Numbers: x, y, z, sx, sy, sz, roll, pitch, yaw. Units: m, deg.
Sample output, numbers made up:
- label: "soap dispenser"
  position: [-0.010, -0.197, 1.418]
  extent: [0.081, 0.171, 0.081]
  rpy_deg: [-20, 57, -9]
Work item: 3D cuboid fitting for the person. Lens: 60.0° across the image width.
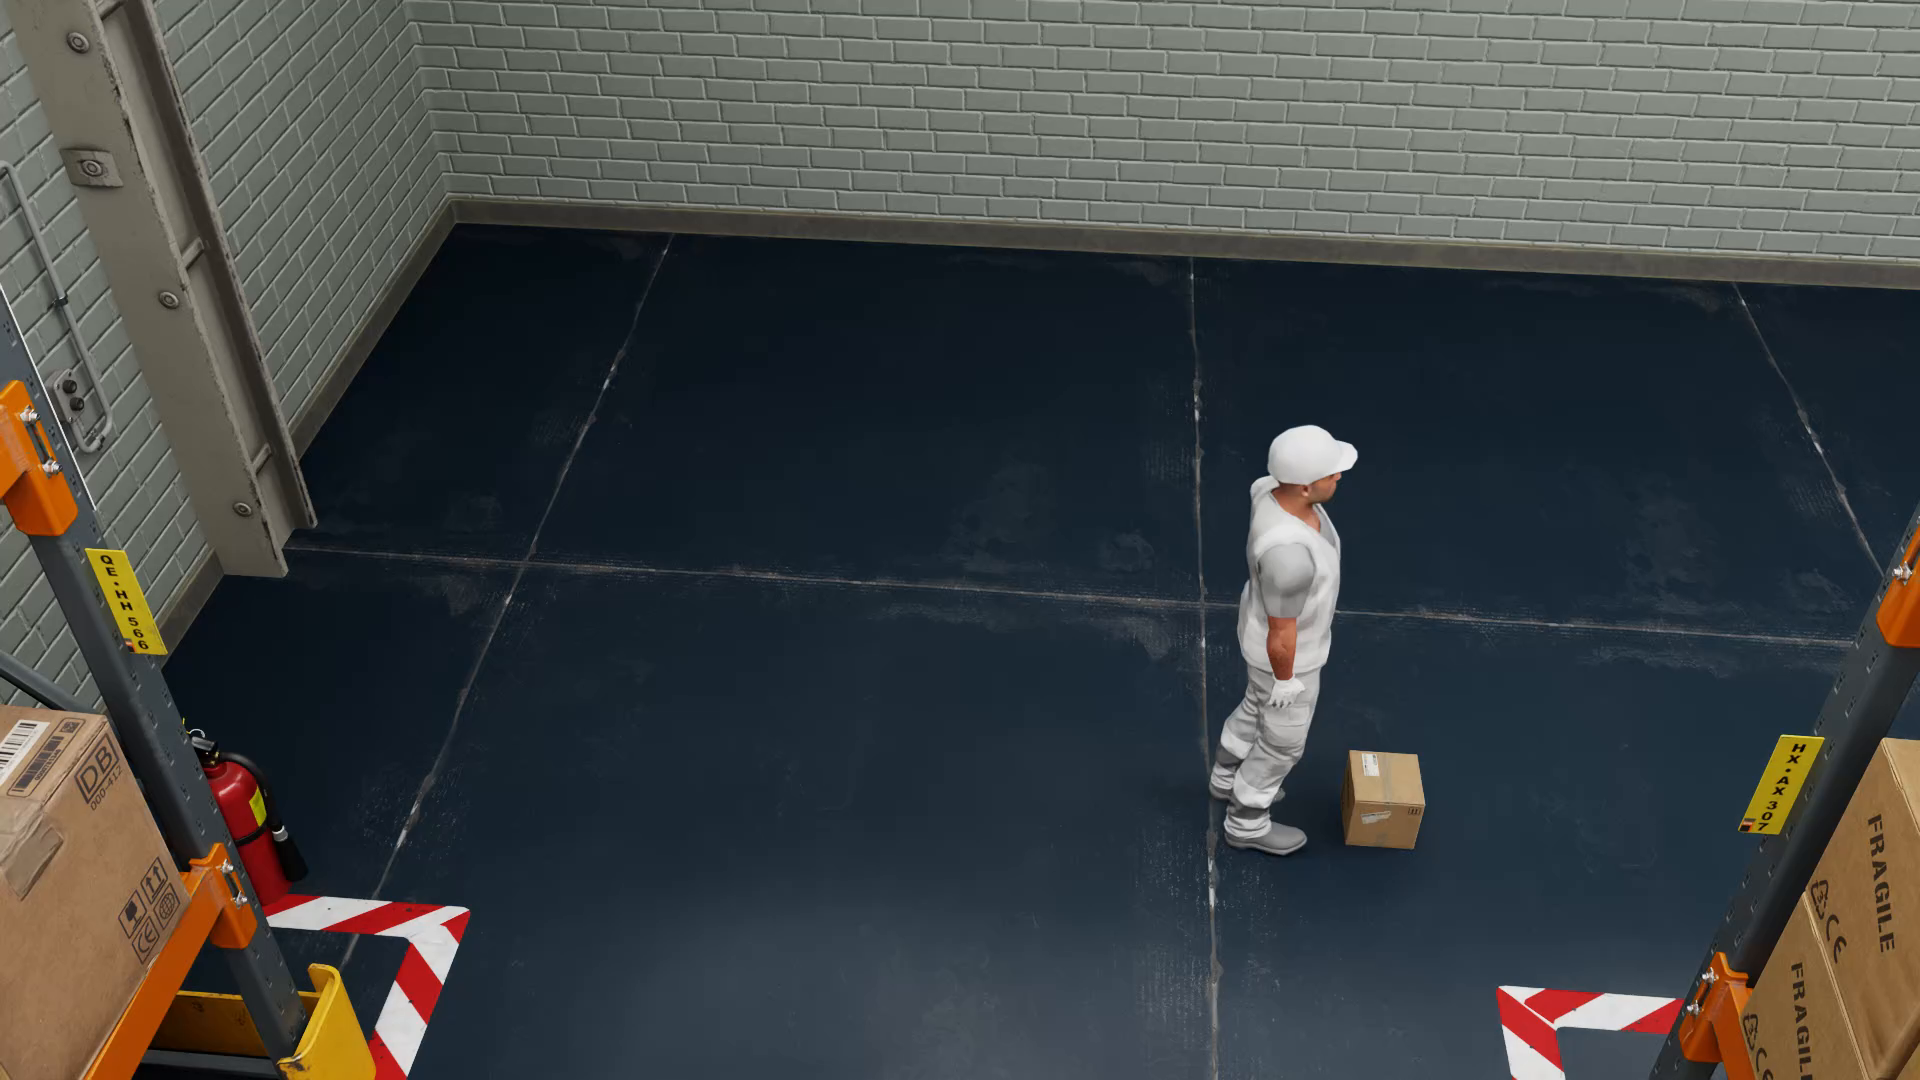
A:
- label: "person"
  position: [1.118, 0.356, 5.730]
  extent: [0.362, 1.810, 0.524]
  rpy_deg: [4, 40, 5]
